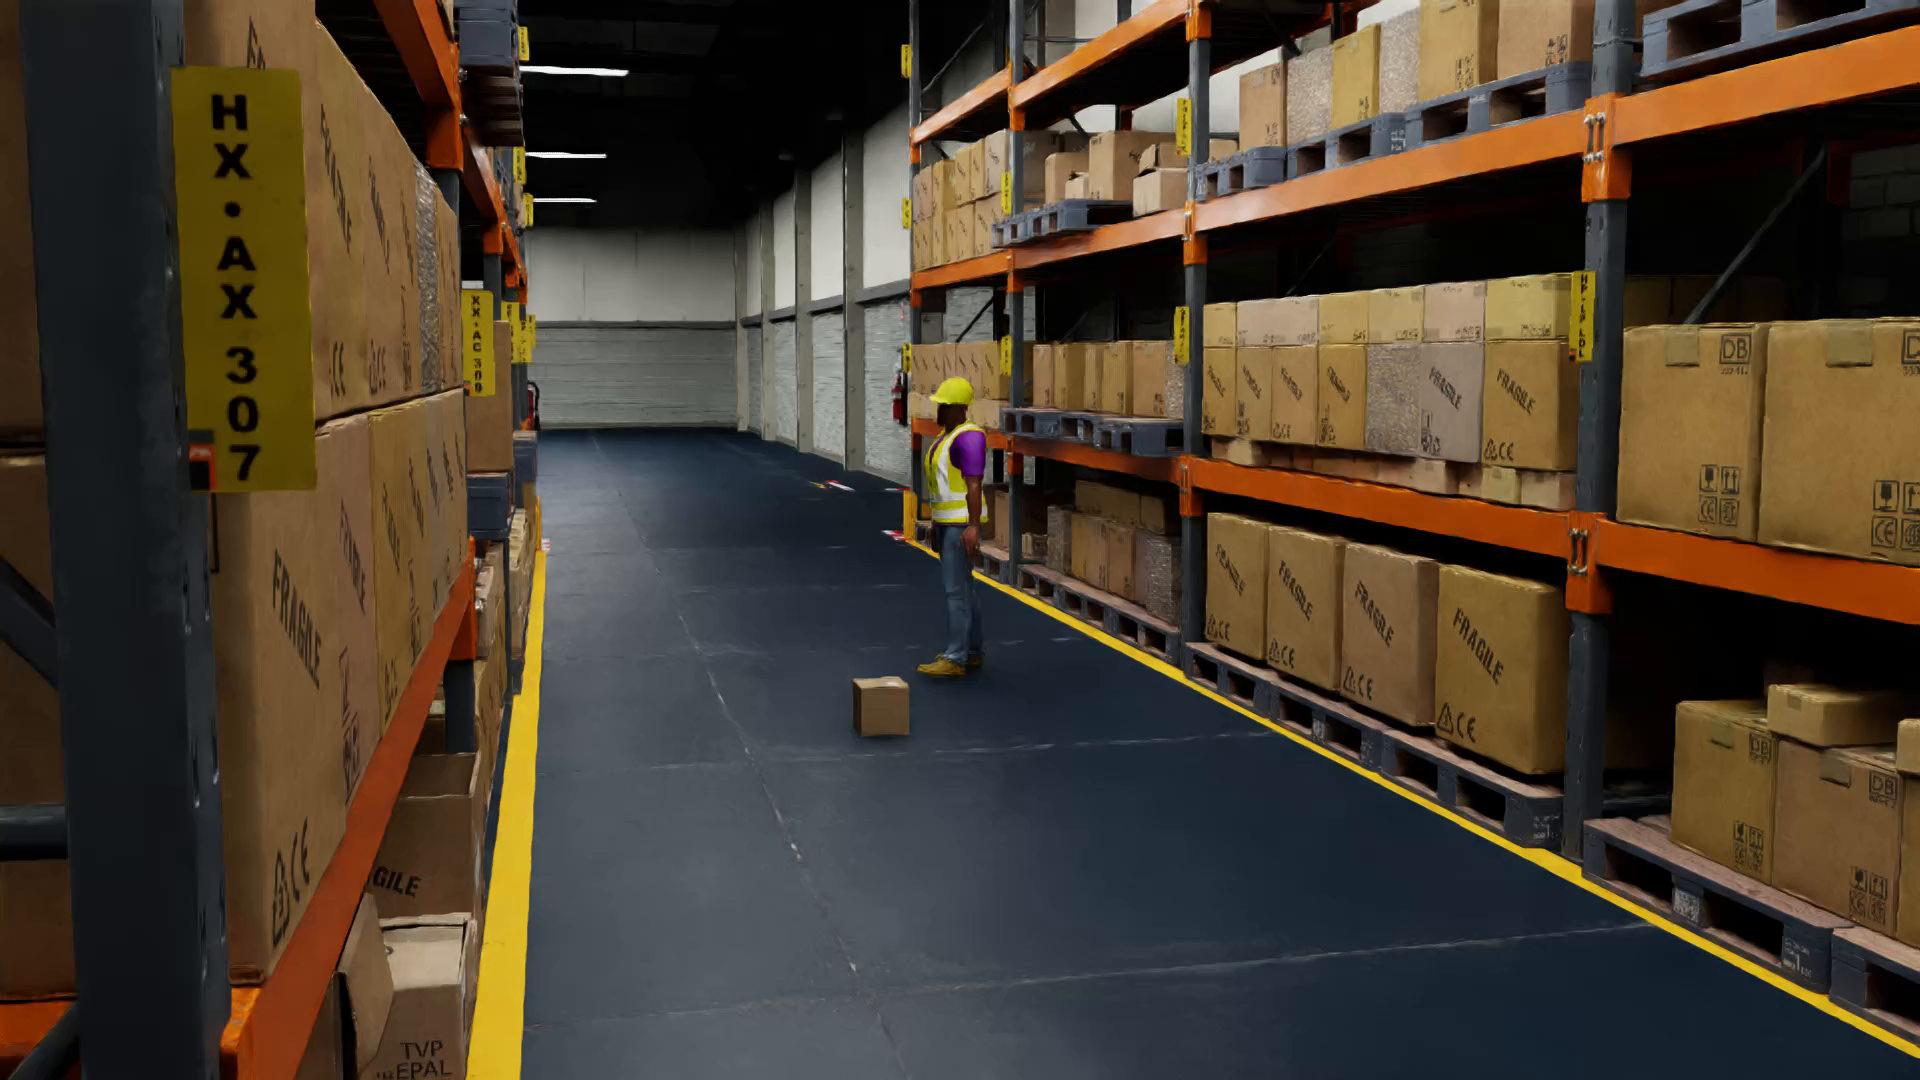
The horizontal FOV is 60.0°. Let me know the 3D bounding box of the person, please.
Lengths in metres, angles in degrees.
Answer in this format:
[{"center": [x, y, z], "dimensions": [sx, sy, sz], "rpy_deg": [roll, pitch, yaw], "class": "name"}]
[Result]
[{"center": [-0.057, -0.084, 9.907], "dimensions": [0.494, 1.768, 0.651], "rpy_deg": [-2, 6, -15], "class": "person"}]
